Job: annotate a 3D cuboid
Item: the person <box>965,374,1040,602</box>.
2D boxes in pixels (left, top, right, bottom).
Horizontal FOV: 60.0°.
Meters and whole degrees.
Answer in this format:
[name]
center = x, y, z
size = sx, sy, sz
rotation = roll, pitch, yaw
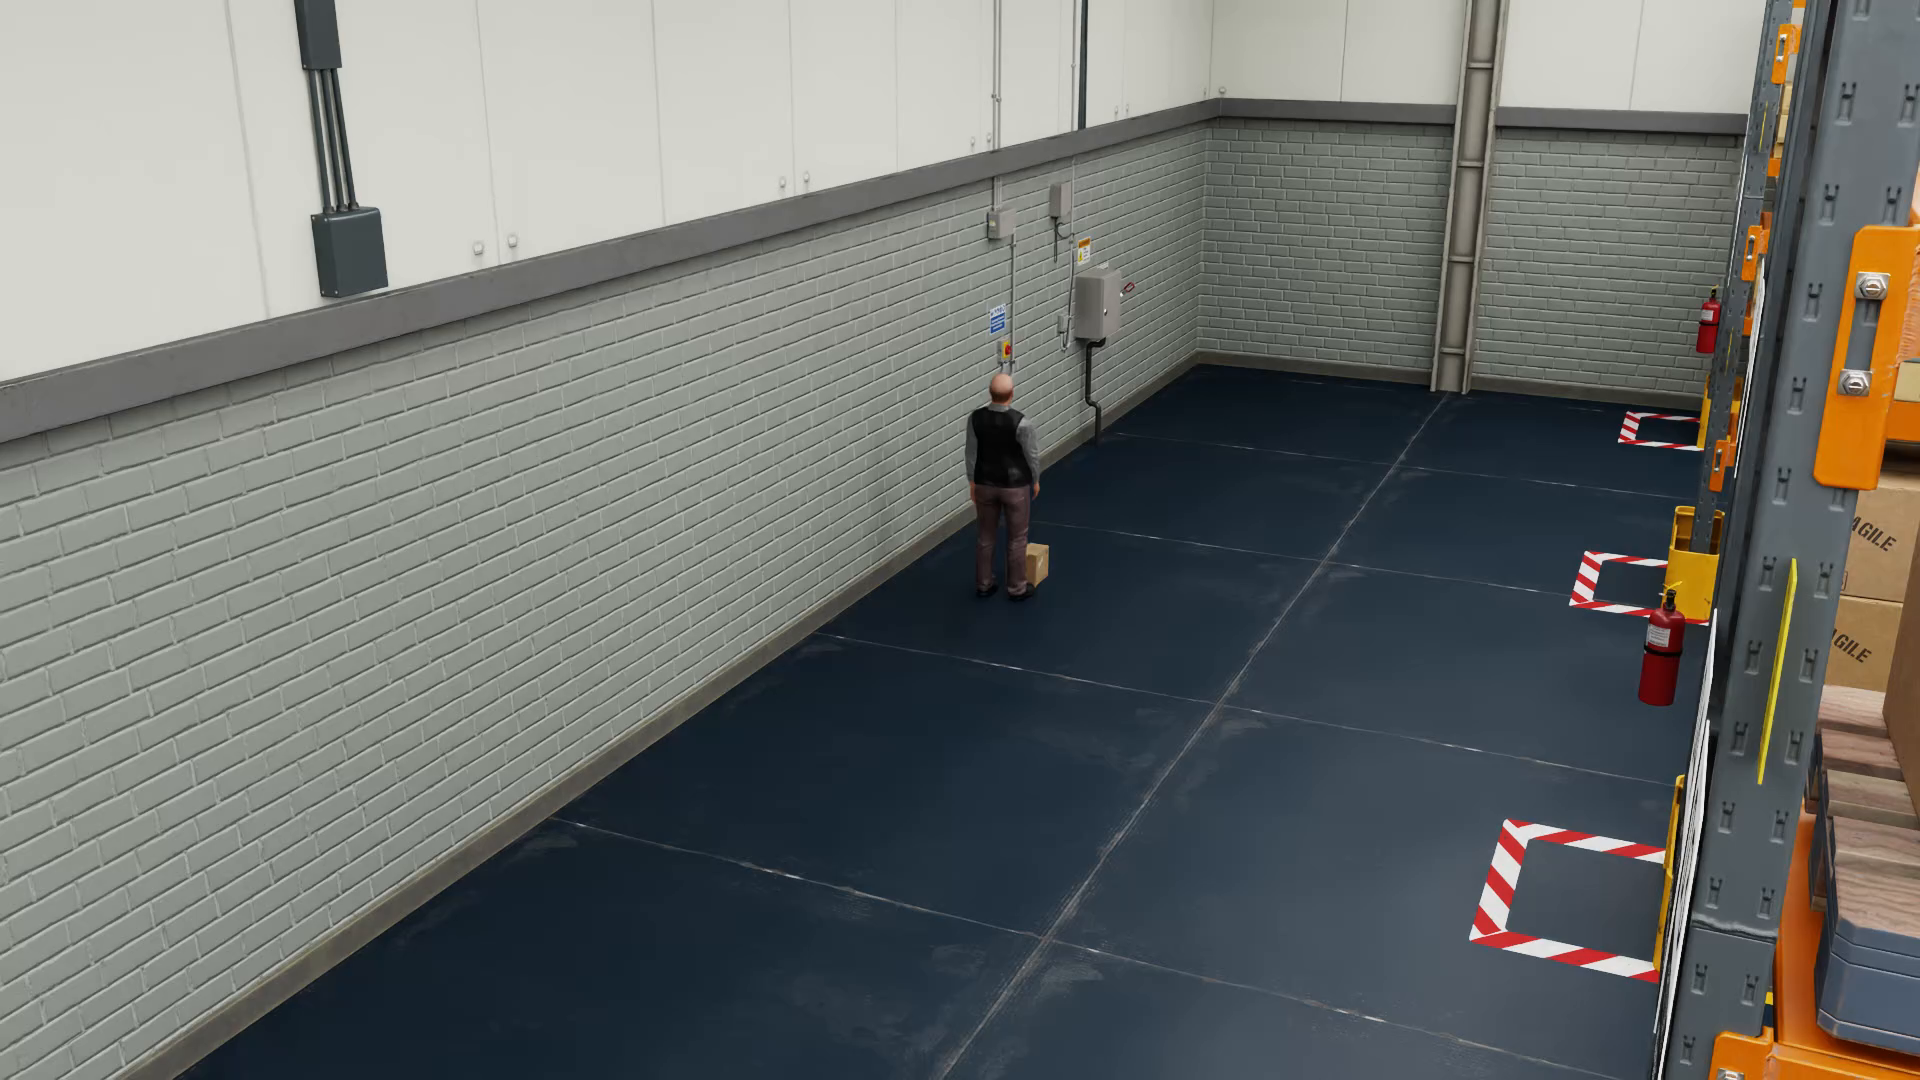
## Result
[person]
center = 0.327, -0.385, 12.229
size = 0.545, 1.740, 0.430
rotation = 9, 21, 24
